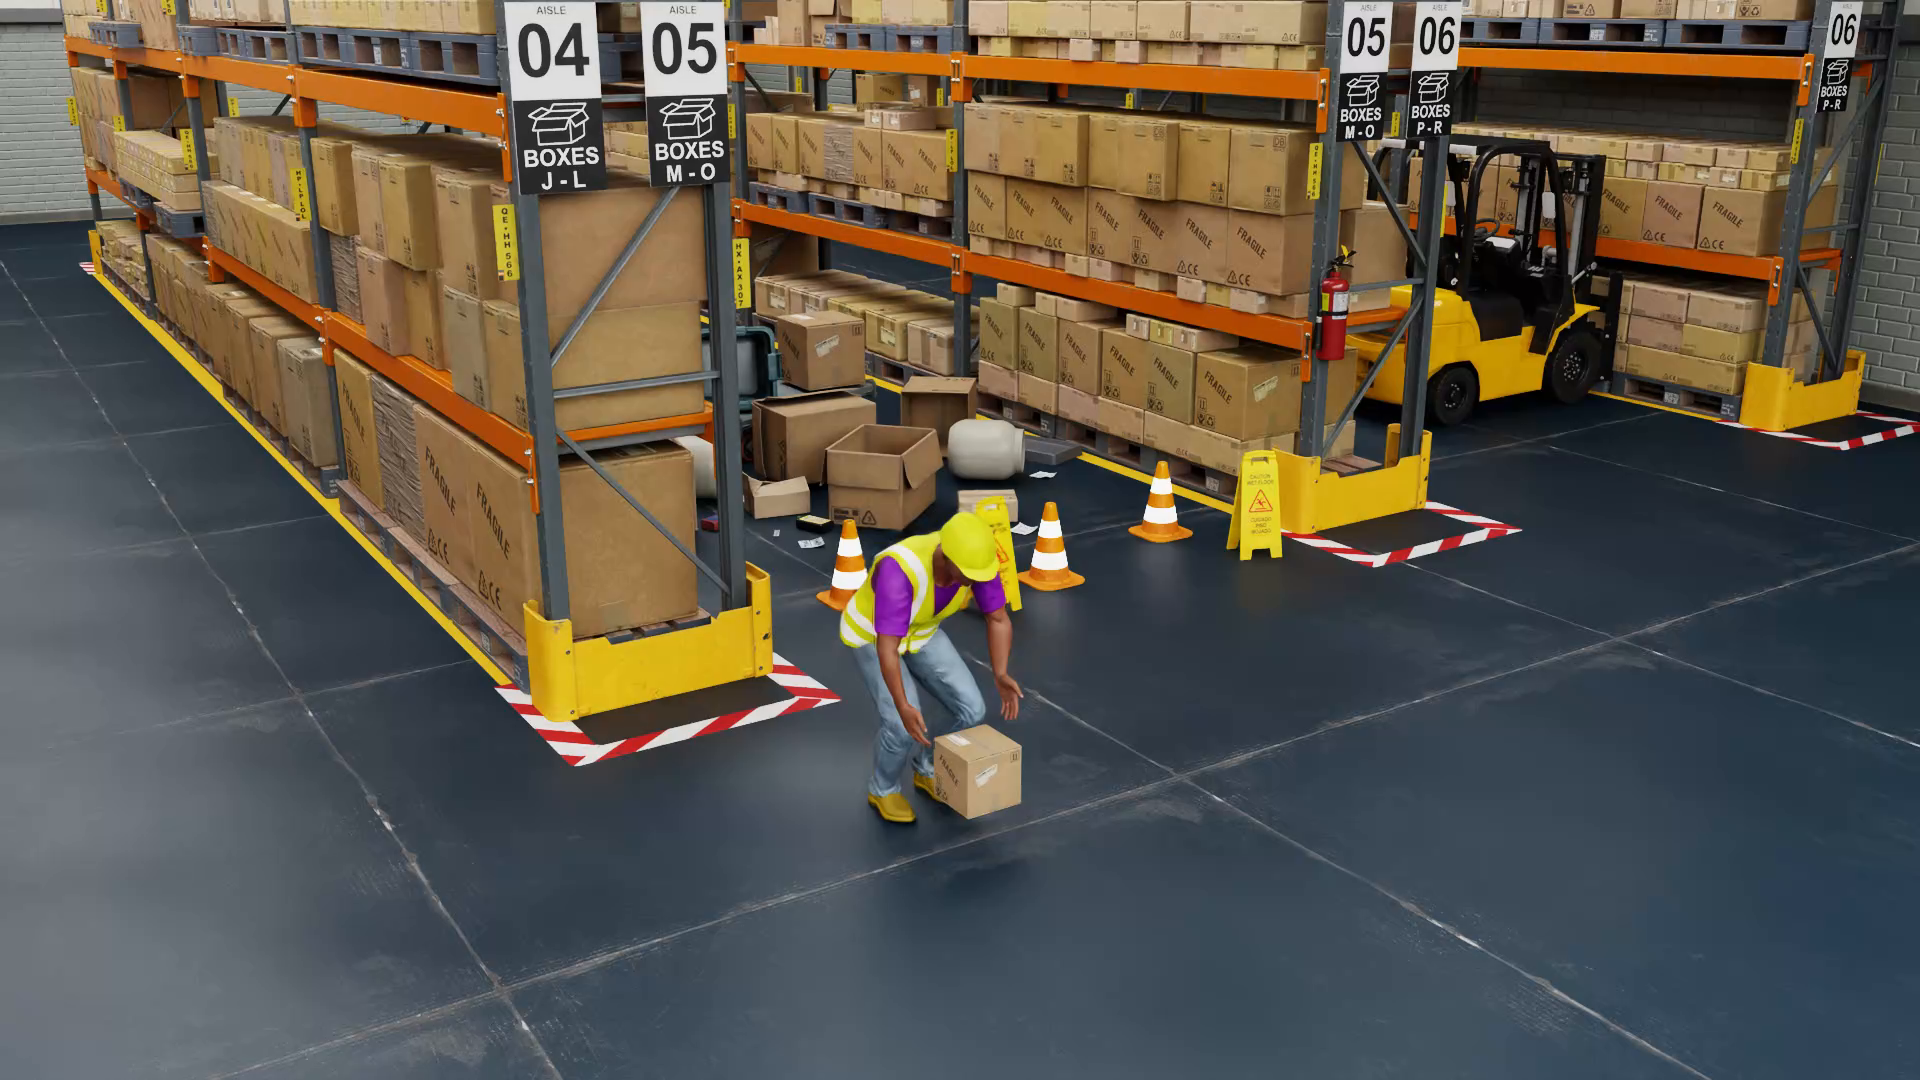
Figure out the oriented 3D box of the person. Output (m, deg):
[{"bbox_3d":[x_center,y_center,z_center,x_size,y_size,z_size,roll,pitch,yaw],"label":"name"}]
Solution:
[{"bbox_3d":[-0.124,0.466,6.761,0.630,1.346,0.790,-11,21,-31],"label":"person"}]
